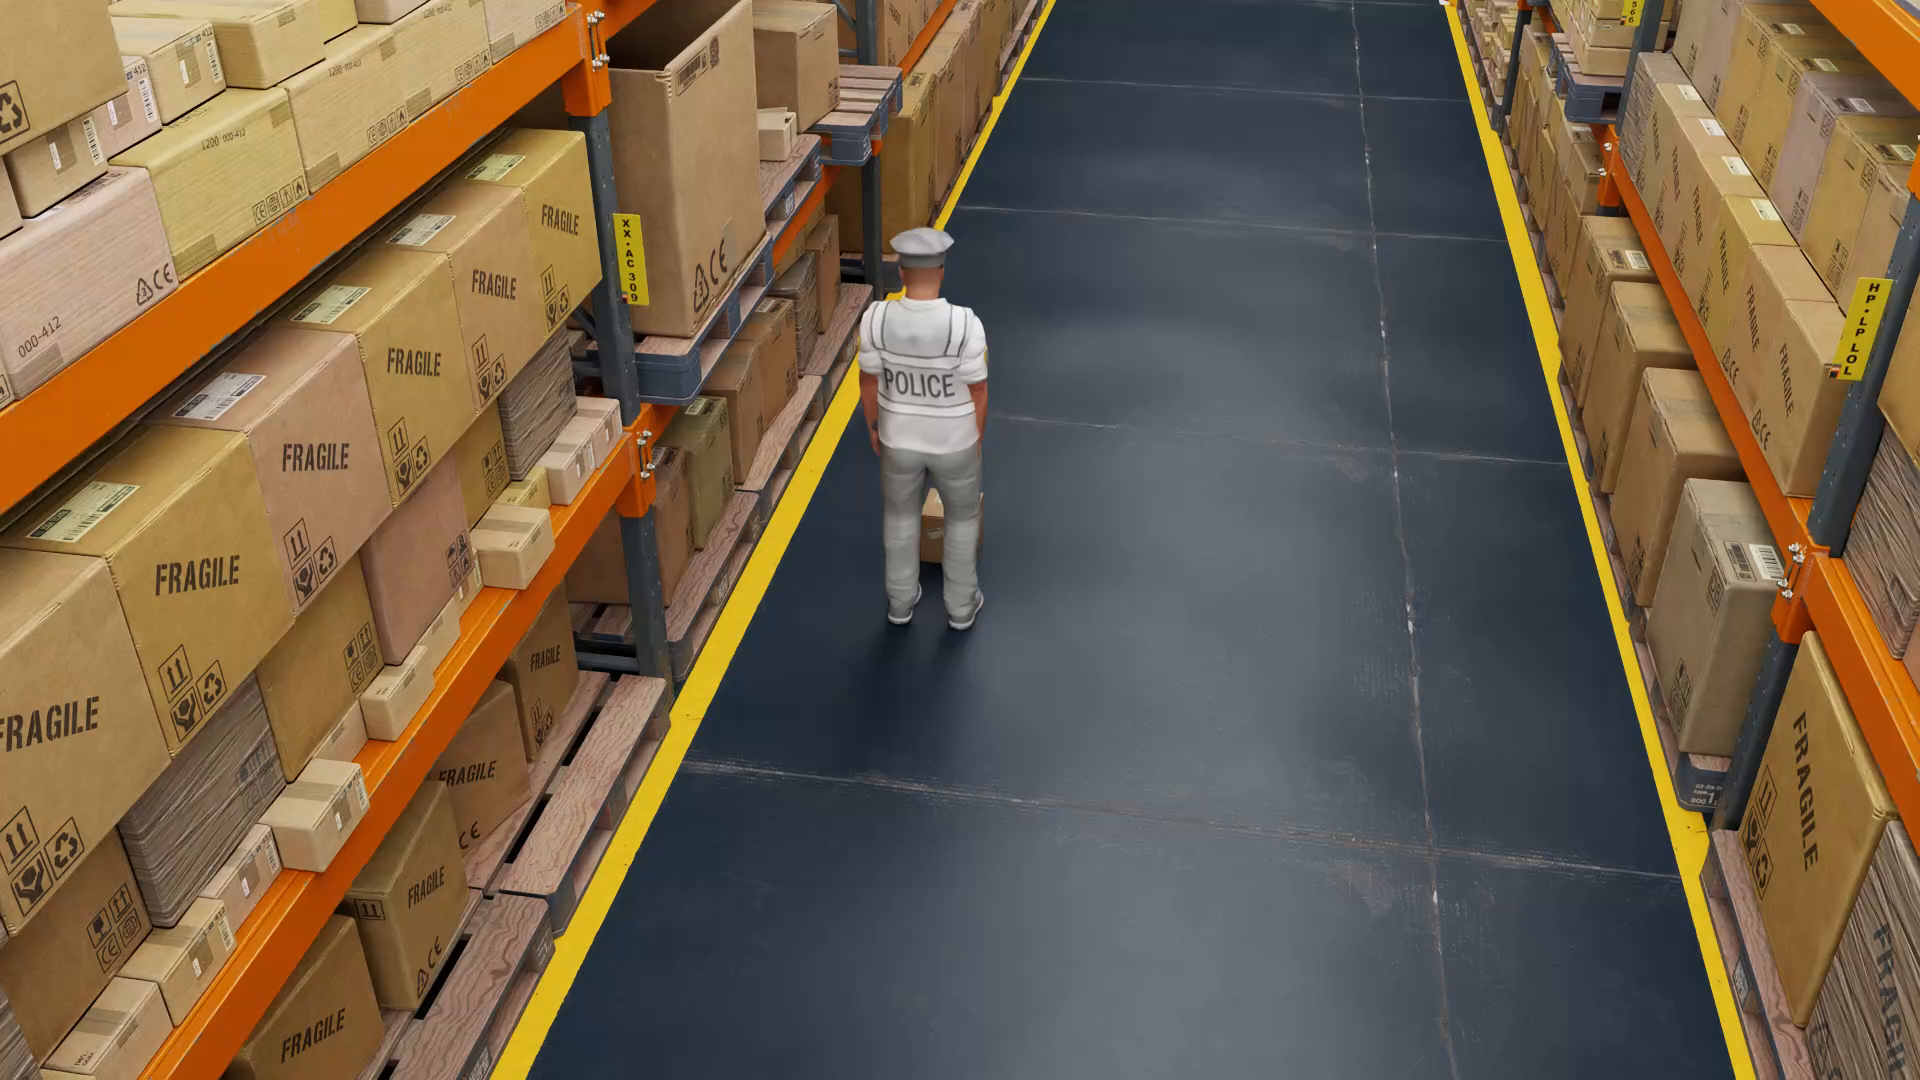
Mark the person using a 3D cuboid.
[{"bbox_3d":[-0.142,-0.429,6.826,0.530,1.739,0.391,6,33,9],"label":"person"}]
